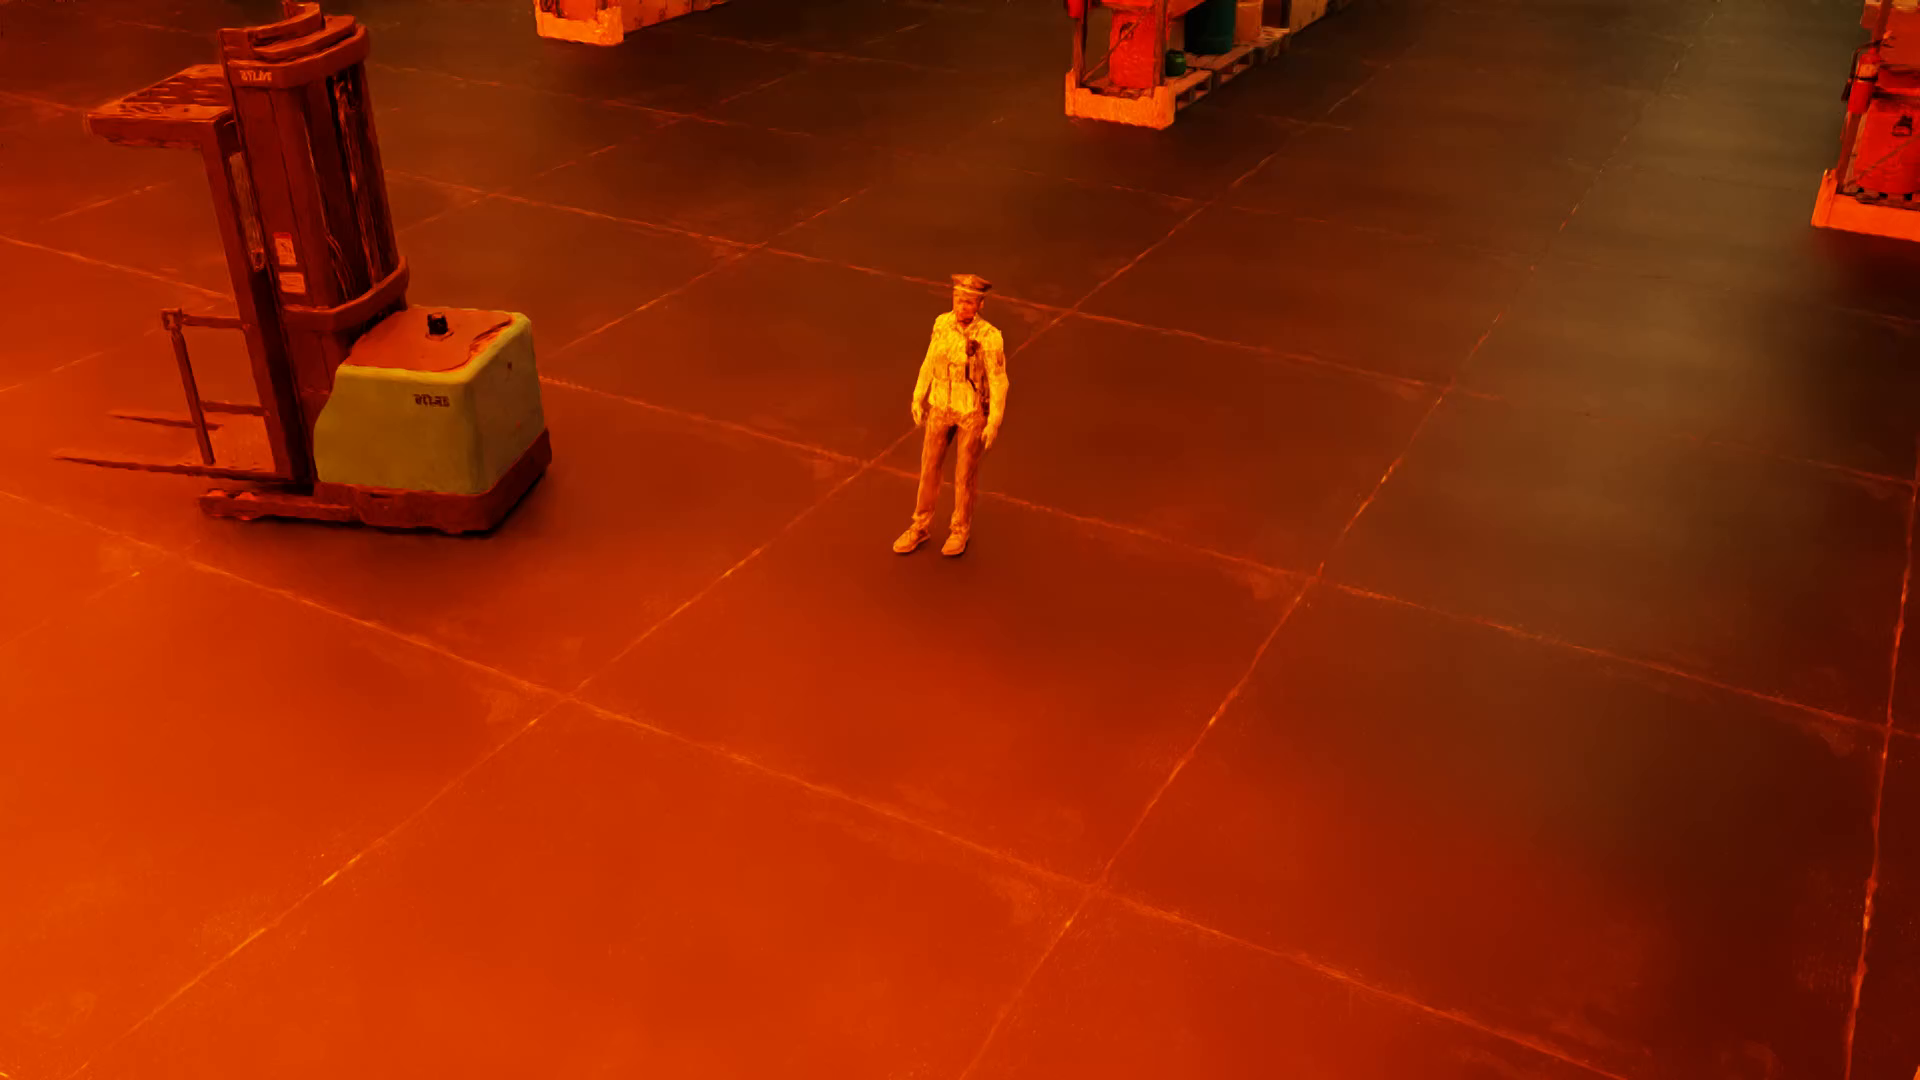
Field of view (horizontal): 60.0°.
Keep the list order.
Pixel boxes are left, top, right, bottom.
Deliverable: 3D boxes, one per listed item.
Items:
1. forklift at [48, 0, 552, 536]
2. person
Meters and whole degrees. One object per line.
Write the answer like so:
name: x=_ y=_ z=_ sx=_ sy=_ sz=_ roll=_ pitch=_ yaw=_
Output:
forklift: x=-4.206 y=-1.644 z=9.920 sx=3.031 sy=2.935 sz=1.130 roll=5 pitch=30 yaw=9
person: x=-0.039 y=-0.713 z=9.527 sx=0.586 sy=1.695 sz=0.532 roll=15 pitch=33 yaw=25
